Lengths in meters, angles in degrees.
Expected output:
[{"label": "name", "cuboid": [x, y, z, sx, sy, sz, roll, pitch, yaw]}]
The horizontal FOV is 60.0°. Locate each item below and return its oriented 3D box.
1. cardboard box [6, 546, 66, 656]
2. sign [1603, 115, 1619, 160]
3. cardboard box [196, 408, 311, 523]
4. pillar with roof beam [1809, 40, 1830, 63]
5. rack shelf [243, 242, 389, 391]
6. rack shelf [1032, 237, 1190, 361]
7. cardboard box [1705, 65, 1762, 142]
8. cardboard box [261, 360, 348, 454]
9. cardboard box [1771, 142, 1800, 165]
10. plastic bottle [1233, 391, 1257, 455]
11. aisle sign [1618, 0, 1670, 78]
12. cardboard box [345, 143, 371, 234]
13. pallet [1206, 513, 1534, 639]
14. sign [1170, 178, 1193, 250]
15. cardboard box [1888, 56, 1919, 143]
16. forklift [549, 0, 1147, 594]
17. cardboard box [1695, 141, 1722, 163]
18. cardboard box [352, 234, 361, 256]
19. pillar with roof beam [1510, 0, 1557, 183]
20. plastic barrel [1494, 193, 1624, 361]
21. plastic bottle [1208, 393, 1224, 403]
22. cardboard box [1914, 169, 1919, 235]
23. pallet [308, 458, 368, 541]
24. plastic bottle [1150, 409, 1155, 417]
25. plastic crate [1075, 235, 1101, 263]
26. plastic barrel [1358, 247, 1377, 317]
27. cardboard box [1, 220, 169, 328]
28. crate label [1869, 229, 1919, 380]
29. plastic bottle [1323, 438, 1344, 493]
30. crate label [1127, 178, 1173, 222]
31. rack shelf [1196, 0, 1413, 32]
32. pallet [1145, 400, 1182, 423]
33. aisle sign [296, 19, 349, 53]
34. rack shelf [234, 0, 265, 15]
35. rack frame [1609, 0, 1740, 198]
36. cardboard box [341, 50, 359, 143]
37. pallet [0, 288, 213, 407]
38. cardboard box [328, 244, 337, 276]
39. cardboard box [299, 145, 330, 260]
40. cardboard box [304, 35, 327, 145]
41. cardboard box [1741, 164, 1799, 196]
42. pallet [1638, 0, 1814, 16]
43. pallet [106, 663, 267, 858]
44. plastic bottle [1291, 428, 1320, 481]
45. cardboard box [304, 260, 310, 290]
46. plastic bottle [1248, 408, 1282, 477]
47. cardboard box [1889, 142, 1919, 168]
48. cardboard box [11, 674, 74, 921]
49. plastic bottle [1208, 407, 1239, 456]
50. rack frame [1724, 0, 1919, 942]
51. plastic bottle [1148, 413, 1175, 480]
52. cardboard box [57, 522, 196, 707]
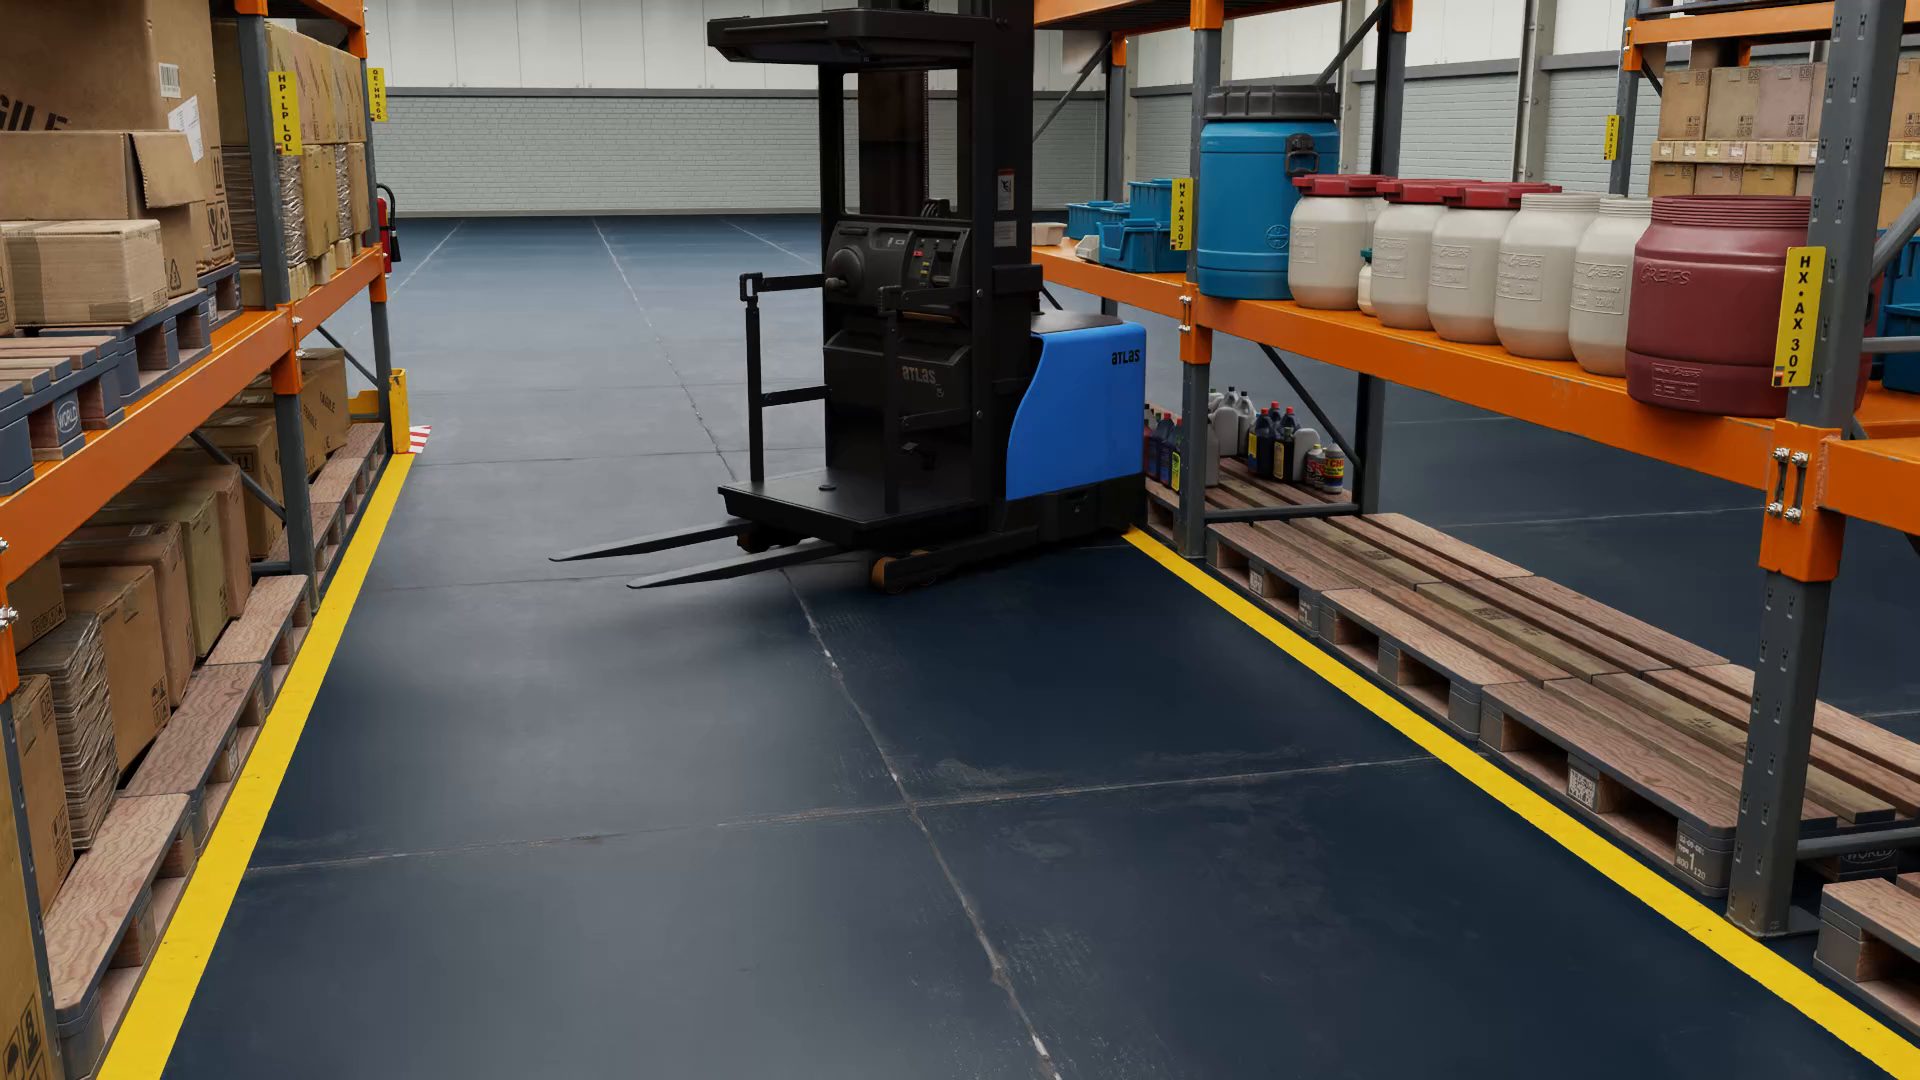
[{"label": "cardboard box", "cuboid": [-2.634, 0.162, 4.203, 0.500, 0.250, 0.500, -2, 14, -7]}, {"label": "sign", "cuboid": [4.897, -3.026, 12.501, 0.100, 0.325, 0.005, -3, 14, -13]}, {"label": "cardboard box", "cuboid": [-3.450, -0.338, 7.873, 0.500, 0.500, 0.500, 1, 14, 5]}, {"label": "pillar with roof beam", "cuboid": [5.664, -6.819, 17.375, 9.100, 9.000, 0.400, -3, 14, -13]}, {"label": "rack shelf", "cuboid": [-3.722, -1.234, 8.674, 1.077, 0.370, 4.000, -3, 14, -13]}, {"label": "rack shelf", "cuboid": [1.092, -1.510, 9.804, 1.077, 0.370, 4.000, -3, 14, -13]}, {"label": "cardboard box", "cuboid": [5.676, -3.033, 11.579, 0.700, 0.500, 0.500, -4, 14, -15]}, {"label": "cardboard box", "cuboid": [-3.888, -0.754, 9.574, 0.500, 0.500, 0.500, 0, 14, 2]}, {"label": "cardboard box", "cuboid": [5.625, -2.560, 11.010, 0.380, 0.149, 0.250, -3, 14, -14]}, {"label": "plastic bottle", "cuboid": [1.631, -0.676, 9.529, 0.144, 0.351, 0.185, -3, 14, -14]}, {"label": "aisle sign", "cuboid": [5.125, -3.857, 12.417, 0.394, 0.787, 0.004, -3, 14, -13]}, {"label": "cardboard box", "cuboid": [-3.856, -2.001, 9.460, 0.875, 0.500, 0.500, -3, 14, -13]}, {"label": "pallet", "cuboid": [1.784, 0.135, 7.429, 1.003, 0.211, 1.213, -3, 14, -13]}, {"label": "sign", "cuboid": [1.024, -1.505, 7.682, 0.100, 0.325, 0.005, -3, 14, -13]}, {"label": "cardboard box", "cuboid": [6.030, -2.686, 10.158, 0.700, 0.500, 0.500, -3, 14, -13]}, {"label": "forklift", "cuboid": [-0.453, -1.321, 7.658, 3.031, 2.935, 1.130, -13, 19, -42]}, {"label": "cardboard box", "cuboid": [5.443, -2.739, 11.741, 0.380, 0.149, 0.250, -3, 14, -13]}, {"label": "cardboard box", "cuboid": [-3.758, -1.756, 9.825, 0.380, 0.149, 0.250, -3, 14, -13]}, {"label": "pillar with roof beam", "cuboid": [4.255, -8.203, 23.041, 9.100, 9.000, 0.400, -3, 14, -13]}, {"label": "plastic barrel", "cuboid": [1.953, -0.852, 5.360, 0.421, 0.512, 0.421, 0, 14, 0]}, {"label": "plastic bottle", "cuboid": [1.512, -0.753, 10.000, 0.152, 0.276, 0.135, -3, 14, -13]}, {"label": "cardboard box", "cuboid": [6.137, -1.945, 9.859, 0.700, 0.500, 0.500, -3, 14, -14]}, {"label": "pallet", "cuboid": [-3.735, -0.203, 8.812, 1.003, 0.211, 1.213, -3, 14, -13]}, {"label": "plastic bottle", "cuboid": [1.078, -0.588, 9.308, 0.061, 0.283, 0.133, -3, 14, -13]}, {"label": "plastic crate", "cuboid": [0.934, -1.631, 9.337, 0.530, 0.136, 0.437, -3, 14, -13]}, {"label": "plastic barrel", "cuboid": [1.723, -1.017, 6.562, 0.301, 0.262, 0.301, 0, 14, 0]}, {"label": "cardboard box", "cuboid": [-2.483, -0.730, 4.526, 0.500, 0.250, 0.500, -4, 14, -15]}, {"label": "crate label", "cuboid": [2.531, -0.737, 5.049, 0.502, 0.435, 0.616, -3, 14, -13]}, {"label": "plastic bottle", "cuboid": [1.913, -0.385, 8.503, 0.097, 0.271, 0.097, 0, 14, 0]}, {"label": "crate label", "cuboid": [1.317, -1.929, 9.927, 0.502, 0.435, 0.616, -3, 14, -13]}, {"label": "rack shelf", "cuboid": [2.031, -2.045, 5.671, 1.077, 0.370, 4.000, -3, 14, -13]}, {"label": "pallet", "cuboid": [0.871, -0.764, 11.109, 1.003, 0.211, 1.213, -3, 14, -13]}, {"label": "aisle sign", "cuboid": [-3.915, -3.339, 10.296, 0.394, 0.787, 0.004, -3, 14, -13]}, {"label": "rack shelf", "cuboid": [-2.783, -1.769, 4.541, 1.077, 0.370, 4.000, -3, 14, -13]}, {"label": "rack frame", "cuboid": [5.438, -2.596, 12.734, 1.000, 3.000, 0.127, -3, 14, -13]}, {"label": "cardboard box", "cuboid": [-3.700, -2.496, 9.378, 0.500, 0.500, 0.500, -3, 14, -13]}, {"label": "pallet", "cuboid": [-2.818, -0.561, 4.806, 1.003, 0.211, 1.213, -3, 14, -13]}, {"label": "cardboard box", "cuboid": [-3.376, -1.412, 8.415, 0.380, 0.149, 0.250, -3, 14, -13]}, {"label": "cardboard box", "cuboid": [-3.382, -1.540, 7.572, 0.875, 0.500, 0.500, -3, 14, -13]}, {"label": "cardboard box", "cuboid": [-3.347, -2.150, 7.961, 0.500, 0.500, 0.500, -3, 14, -13]}, {"label": "cardboard box", "cuboid": [5.774, -2.301, 11.313, 0.700, 0.500, 0.500, -3, 14, -13]}, {"label": "pallet", "cuboid": [5.579, -3.846, 11.715, 1.003, 0.211, 1.213, -3, 14, -13]}, {"label": "pallet", "cuboid": [-2.778, 0.694, 5.142, 1.003, 0.211, 1.213, -3, 14, -13]}, {"label": "plastic bottle", "cuboid": [1.810, -0.460, 8.801, 0.152, 0.276, 0.135, -3, 14, -11]}, {"label": "cardboard box", "cuboid": [-3.143, -1.181, 7.470, 0.380, 0.149, 0.250, -3, 14, -13]}, {"label": "plastic bottle", "cuboid": [1.635, -0.527, 8.916, 0.144, 0.351, 0.185, -3, 14, -13]}, {"label": "cardboard box", "cuboid": [5.868, -2.323, 10.037, 0.380, 0.149, 0.250, -3, 14, -13]}, {"label": "cardboard box", "cuboid": [-2.490, 0.648, 3.796, 0.700, 0.500, 0.500, -4, 14, -16]}, {"label": "plastic bottle", "cuboid": [1.493, -0.626, 9.480, 0.152, 0.276, 0.135, -3, 14, -13]}, {"label": "rack frame", "cuboid": [2.501, -0.476, 4.053, 1.000, 3.000, 0.127, -3, 14, -13]}, {"label": "plastic bottle", "cuboid": [1.085, -0.502, 8.816, 0.144, 0.351, 0.185, -4, 14, -16]}, {"label": "cardboard box", "cuboid": [-2.904, 0.261, 5.377, 0.700, 0.500, 0.500, -5, 14, -18]}]
